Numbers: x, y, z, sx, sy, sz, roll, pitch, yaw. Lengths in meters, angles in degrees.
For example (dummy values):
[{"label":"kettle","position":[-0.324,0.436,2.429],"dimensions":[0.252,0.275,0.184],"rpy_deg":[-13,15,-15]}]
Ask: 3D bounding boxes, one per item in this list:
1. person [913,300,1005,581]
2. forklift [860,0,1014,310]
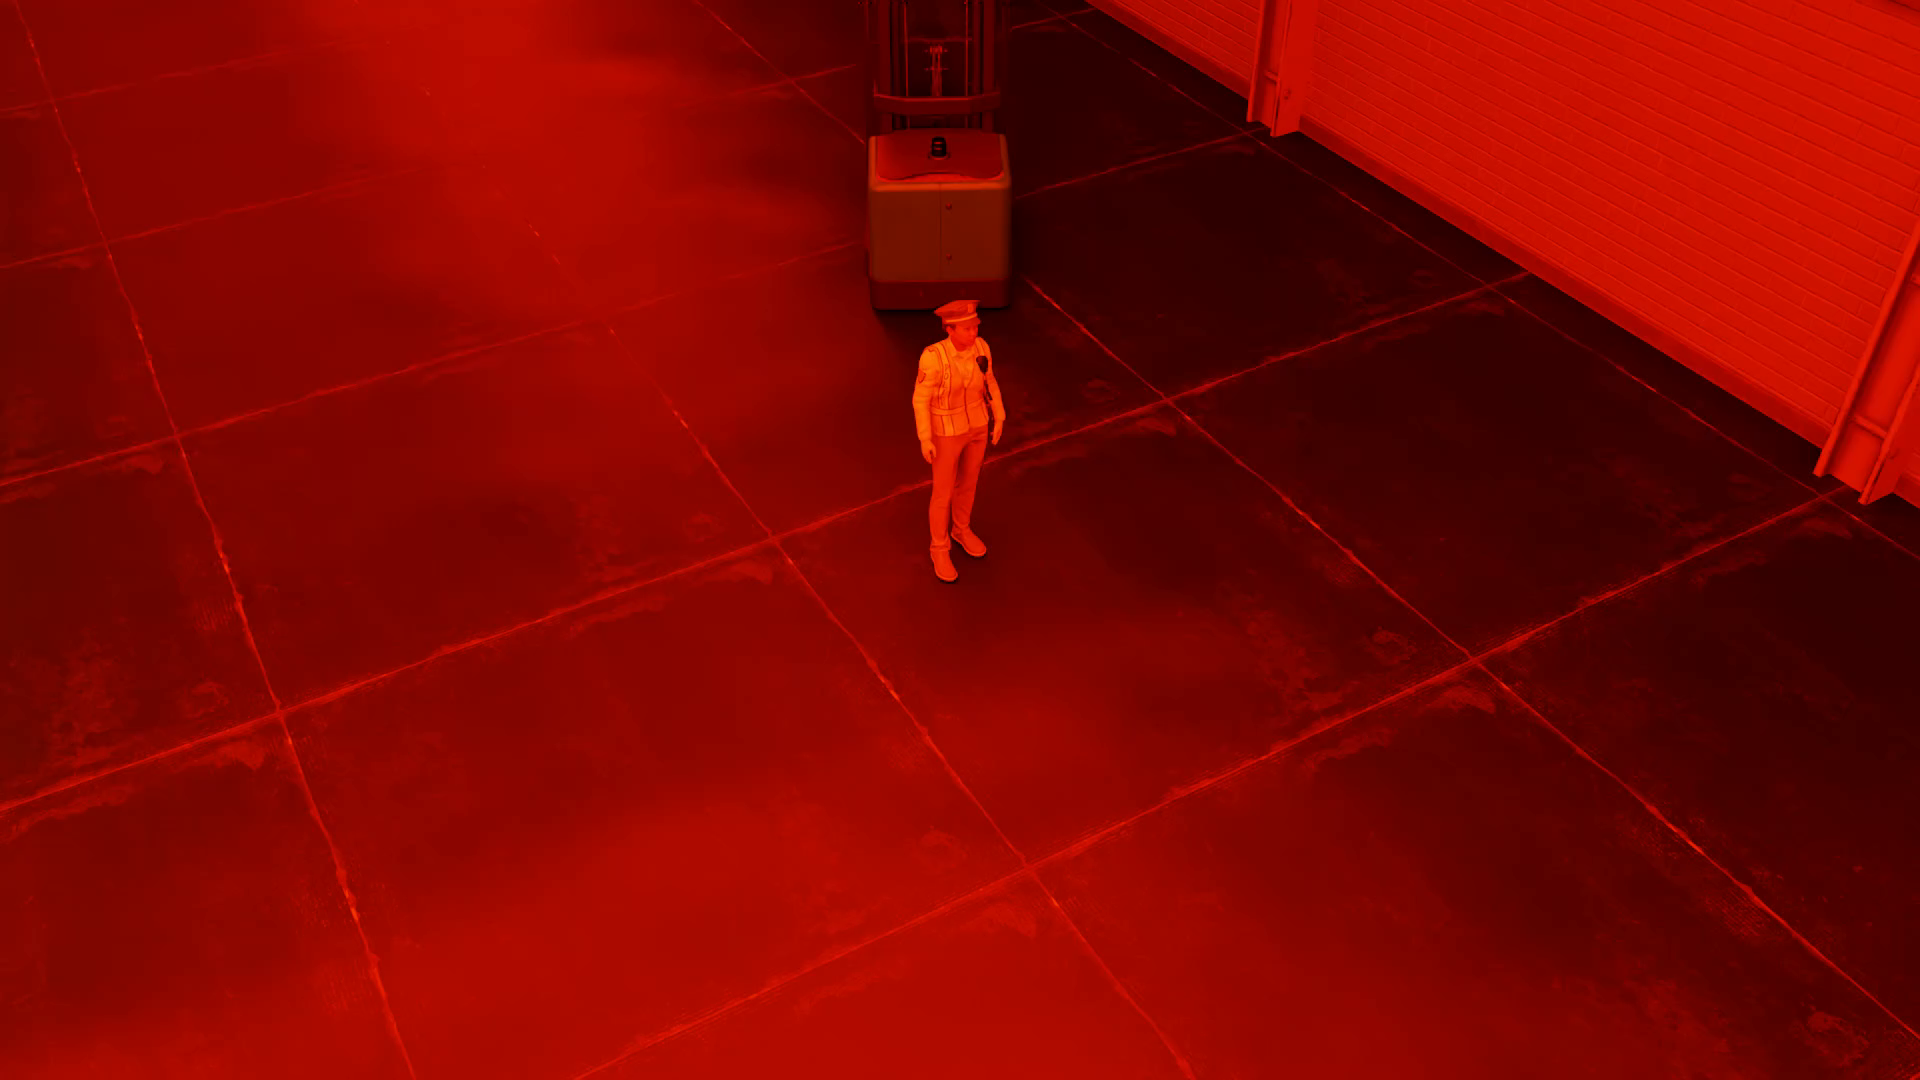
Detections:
[{"label":"person","position":[0.028,-0.619,9.739],"dimensions":[0.587,1.696,0.534],"rpy_deg":[-20,44,-23]},{"label":"forklift","position":[-0.192,-3.747,12.554],"dimensions":[1.130,2.935,3.031],"rpy_deg":[-1,40,-2]}]
